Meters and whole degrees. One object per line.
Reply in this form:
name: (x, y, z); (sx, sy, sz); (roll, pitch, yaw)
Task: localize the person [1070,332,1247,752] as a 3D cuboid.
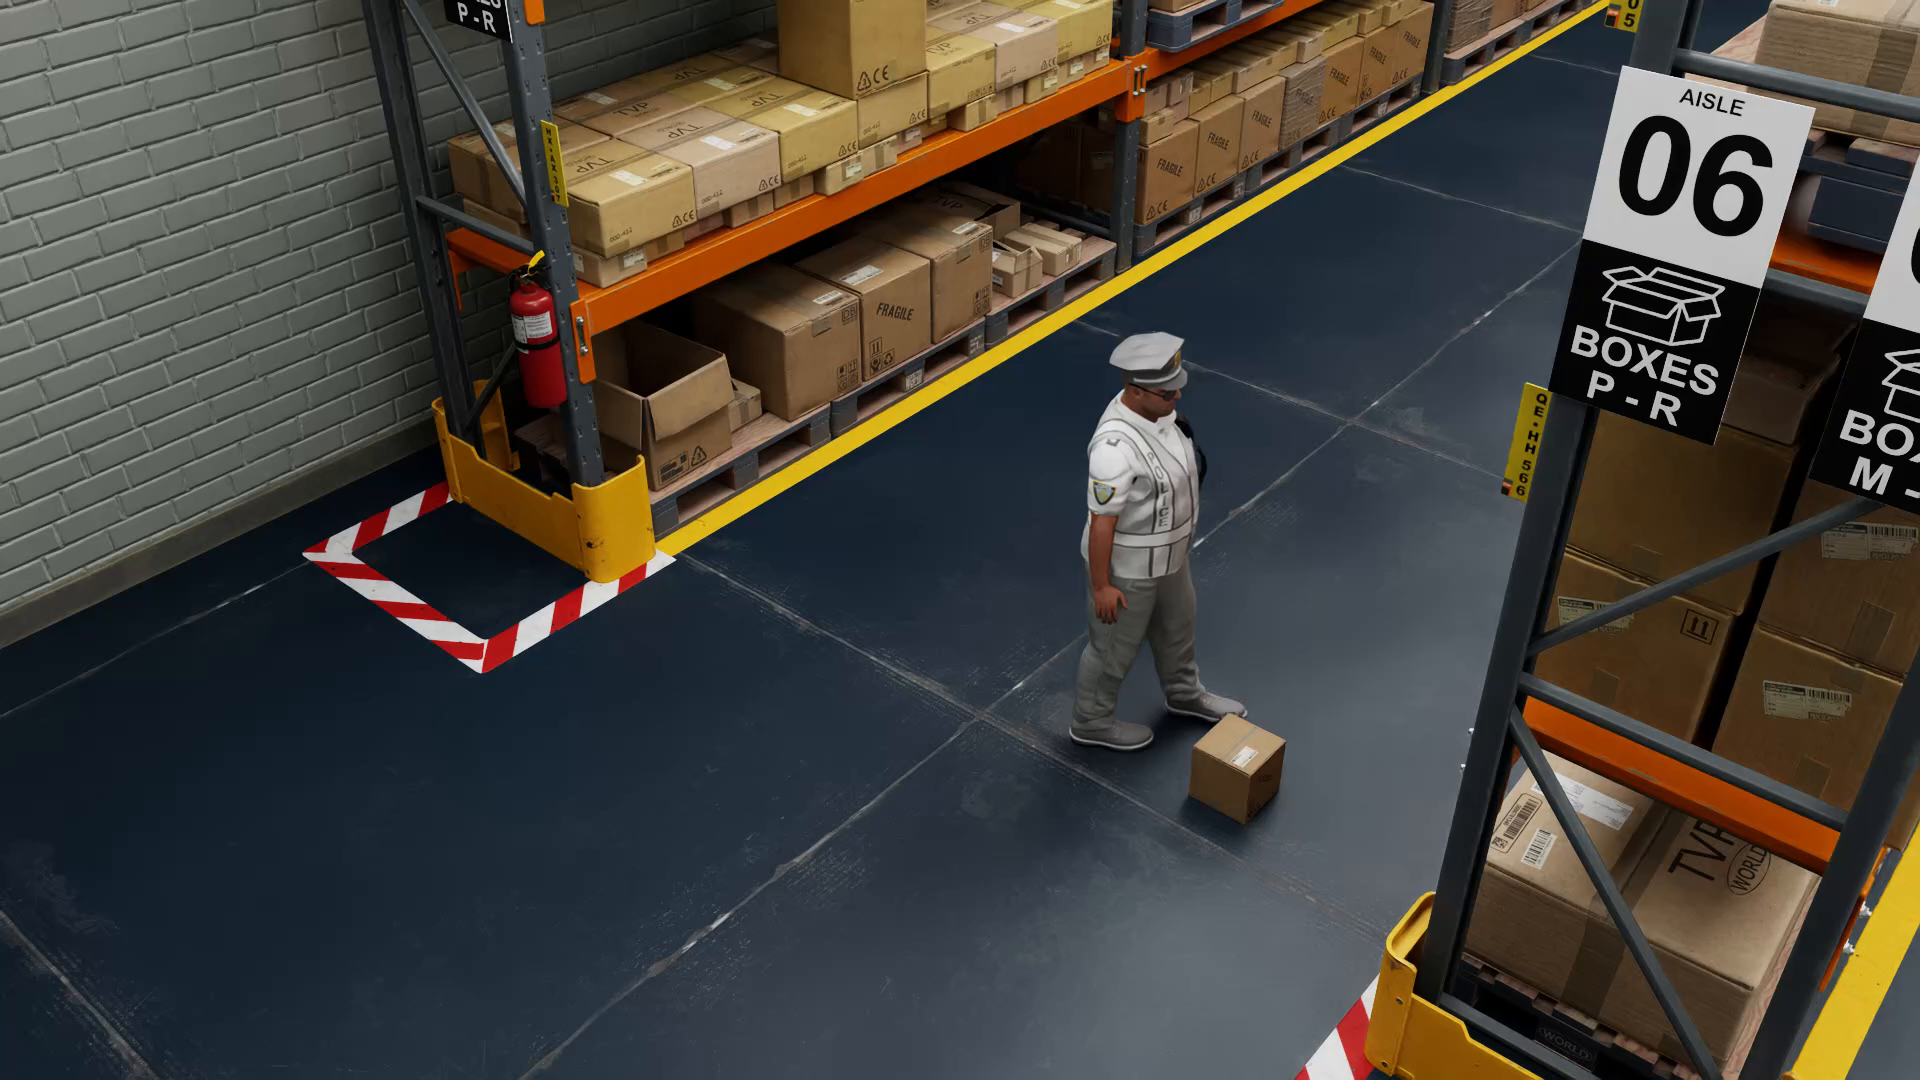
person: (0.759, 0.068, 6.026); (0.626, 1.751, 0.553); (14, 37, 20)
